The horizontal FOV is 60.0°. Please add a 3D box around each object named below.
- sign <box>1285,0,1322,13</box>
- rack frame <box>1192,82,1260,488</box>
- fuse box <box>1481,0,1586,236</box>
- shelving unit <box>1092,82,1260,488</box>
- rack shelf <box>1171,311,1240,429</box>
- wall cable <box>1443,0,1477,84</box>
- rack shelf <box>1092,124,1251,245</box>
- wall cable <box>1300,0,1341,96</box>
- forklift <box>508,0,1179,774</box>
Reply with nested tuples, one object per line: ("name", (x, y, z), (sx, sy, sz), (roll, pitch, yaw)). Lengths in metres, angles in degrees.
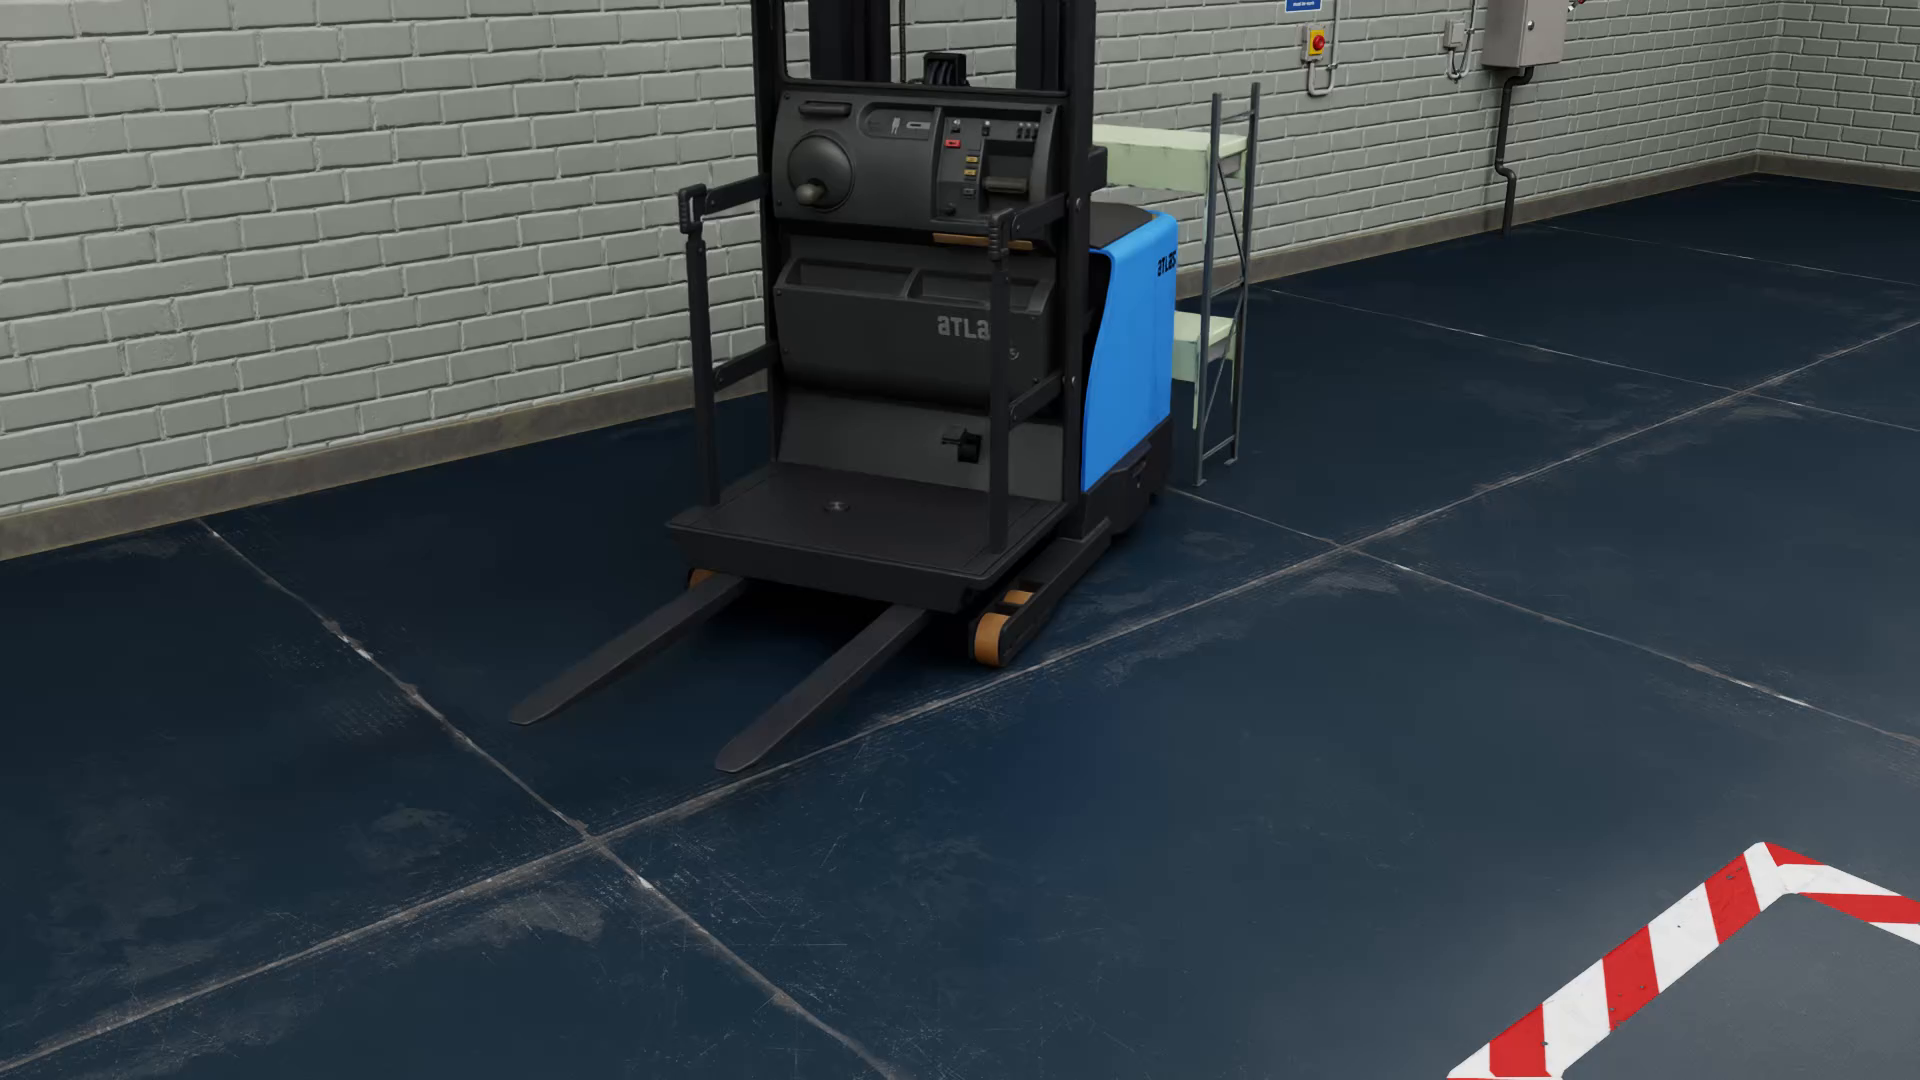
("sign", (1.967, -3.130, 9.493), (0.327, 0.218, 0.001), (-17, 27, -37))
("rack frame", (1.021, -0.965, 6.387), (0.023, 1.500, 0.400), (13, 25, 29))
("fuse box", (3.731, -2.859, 10.937), (0.539, 1.711, 0.414), (-17, 27, -37))
("shelving unit", (0.709, -1.035, 6.566), (0.755, 1.500, 0.431), (13, 25, 29))
("rack shelf", (0.711, -0.732, 6.687), (0.720, 0.370, 0.431), (13, 25, 29))
("wall cable", (3.111, -3.813, 10.213), (0.588, 1.984, 0.122), (-17, 27, -37))
("rack shelf", (0.708, -1.398, 6.422), (0.720, 0.370, 0.431), (13, 25, 29))
("wall cable", (2.044, -3.487, 9.337), (0.585, 1.953, 0.123), (-17, 27, -37))
("forklift", (-0.235, -1.158, 4.921), (1.130, 2.935, 3.031), (9, 23, 22))
